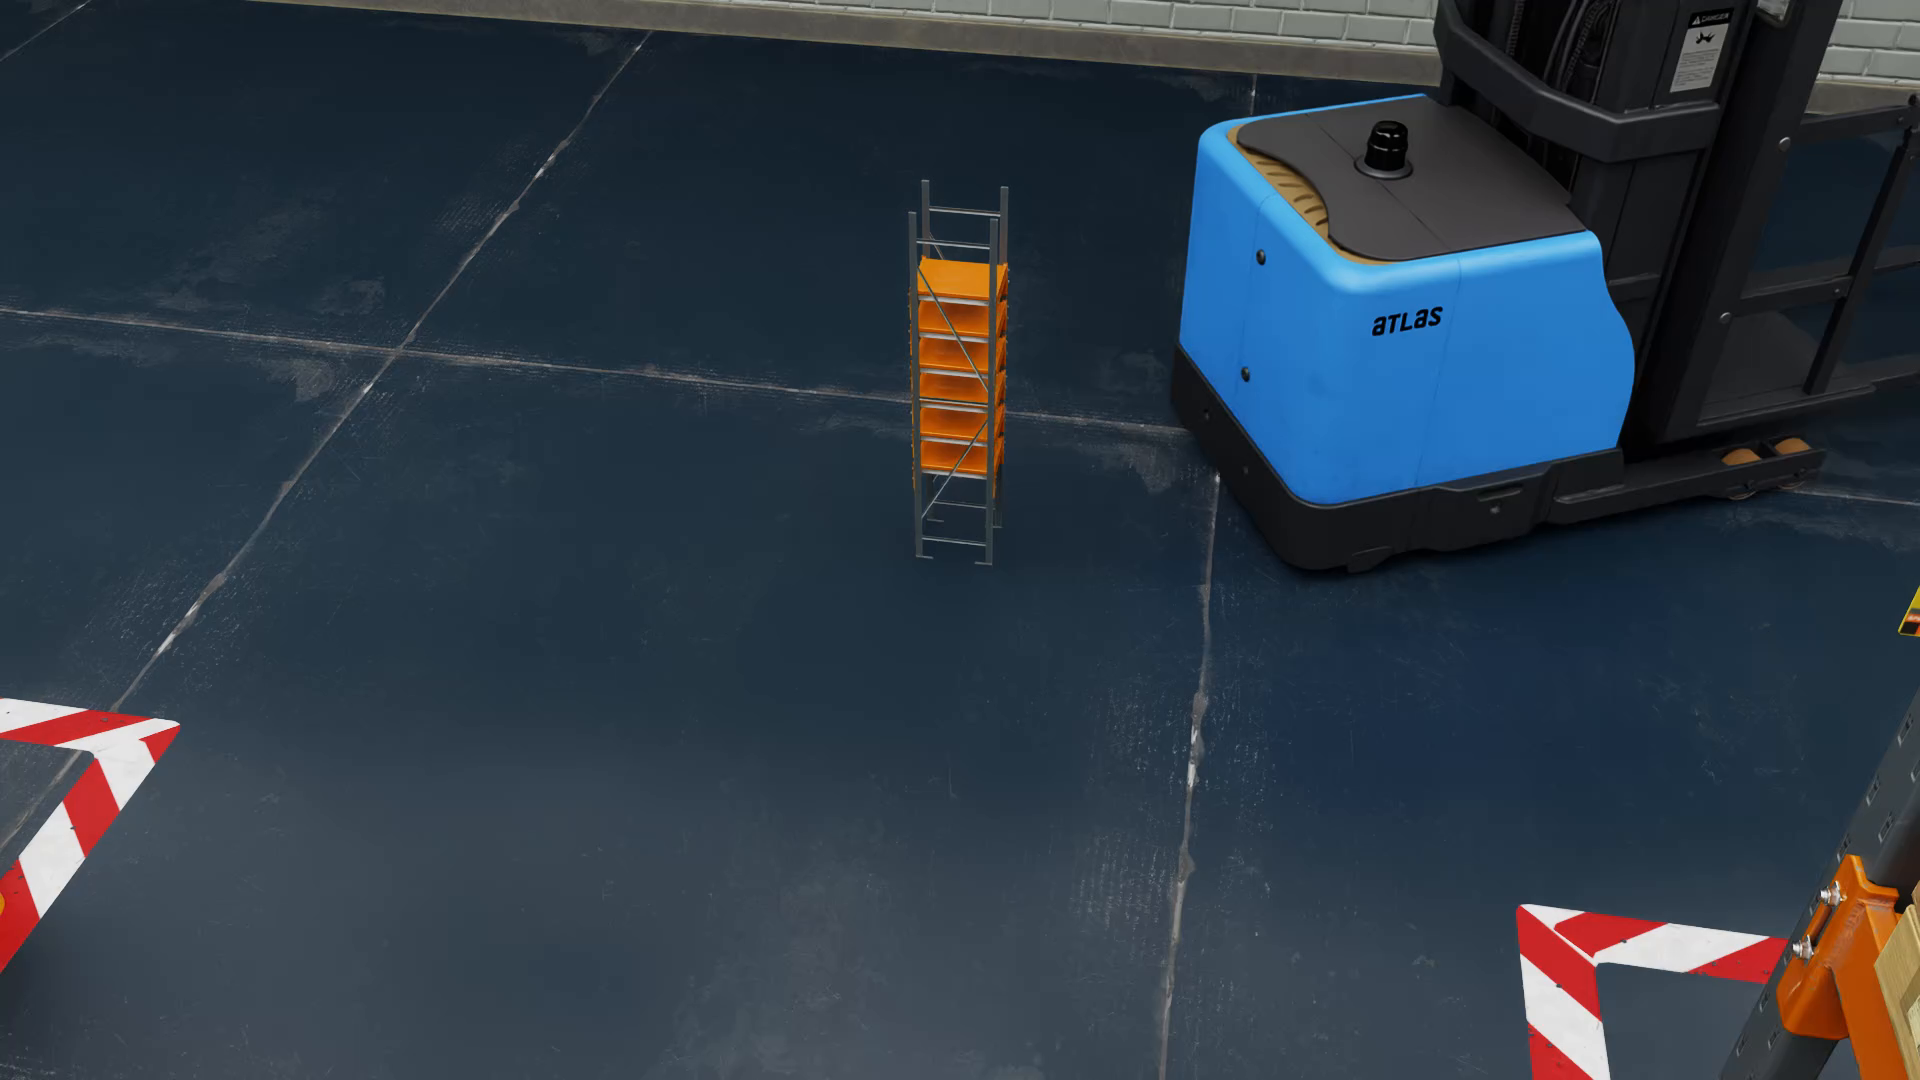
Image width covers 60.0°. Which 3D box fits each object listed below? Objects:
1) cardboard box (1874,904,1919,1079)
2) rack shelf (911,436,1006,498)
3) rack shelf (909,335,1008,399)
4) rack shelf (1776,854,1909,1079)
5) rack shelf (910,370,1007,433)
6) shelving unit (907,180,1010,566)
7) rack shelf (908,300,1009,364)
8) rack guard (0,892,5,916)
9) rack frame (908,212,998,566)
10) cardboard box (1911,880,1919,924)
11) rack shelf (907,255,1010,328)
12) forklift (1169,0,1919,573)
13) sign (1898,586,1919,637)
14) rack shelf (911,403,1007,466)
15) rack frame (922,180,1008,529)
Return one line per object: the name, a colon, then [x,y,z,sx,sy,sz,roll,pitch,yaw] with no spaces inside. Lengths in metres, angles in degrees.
cardboard box: [1.510,0.667,2.286,0.380,0.149,0.250,6,40,7]
rack shelf: [-0.003,-0.234,5.038,0.258,0.103,0.180,6,40,8]
rack shelf: [-0.002,-0.512,4.809,0.258,0.103,0.180,6,40,8]
rack shelf: [1.543,1.935,1.120,1.077,0.370,4.000,6,40,8]
rack shelf: [-0.002,-0.419,4.885,0.258,0.103,0.180,6,40,8]
shelving unit: [-0.002,-0.453,4.857,0.258,1.200,0.189,6,40,8]
rack shelf: [-0.002,-0.604,4.732,0.258,0.103,0.180,6,40,8]
rack guard: [-2.974,0.741,3.961,1.175,0.500,0.348,6,40,8]
rack frame: [-0.018,-0.396,4.787,0.240,1.200,0.006,6,40,8]
cardboard box: [1.539,0.501,1.978,0.500,0.500,0.500,8,40,10]
rack shelf: [-0.002,-0.697,4.656,0.258,0.103,0.180,6,40,8]
forklift: [2.295,-1.570,4.849,3.031,2.935,1.130,-11,41,-13]
sign: [1.355,0.010,2.205,0.100,0.325,0.005,6,40,8]
rack shelf: [-0.002,-0.327,4.961,0.258,0.103,0.180,6,40,8]
rack frame: [0.013,-0.511,4.926,0.240,1.200,0.006,6,40,8]
